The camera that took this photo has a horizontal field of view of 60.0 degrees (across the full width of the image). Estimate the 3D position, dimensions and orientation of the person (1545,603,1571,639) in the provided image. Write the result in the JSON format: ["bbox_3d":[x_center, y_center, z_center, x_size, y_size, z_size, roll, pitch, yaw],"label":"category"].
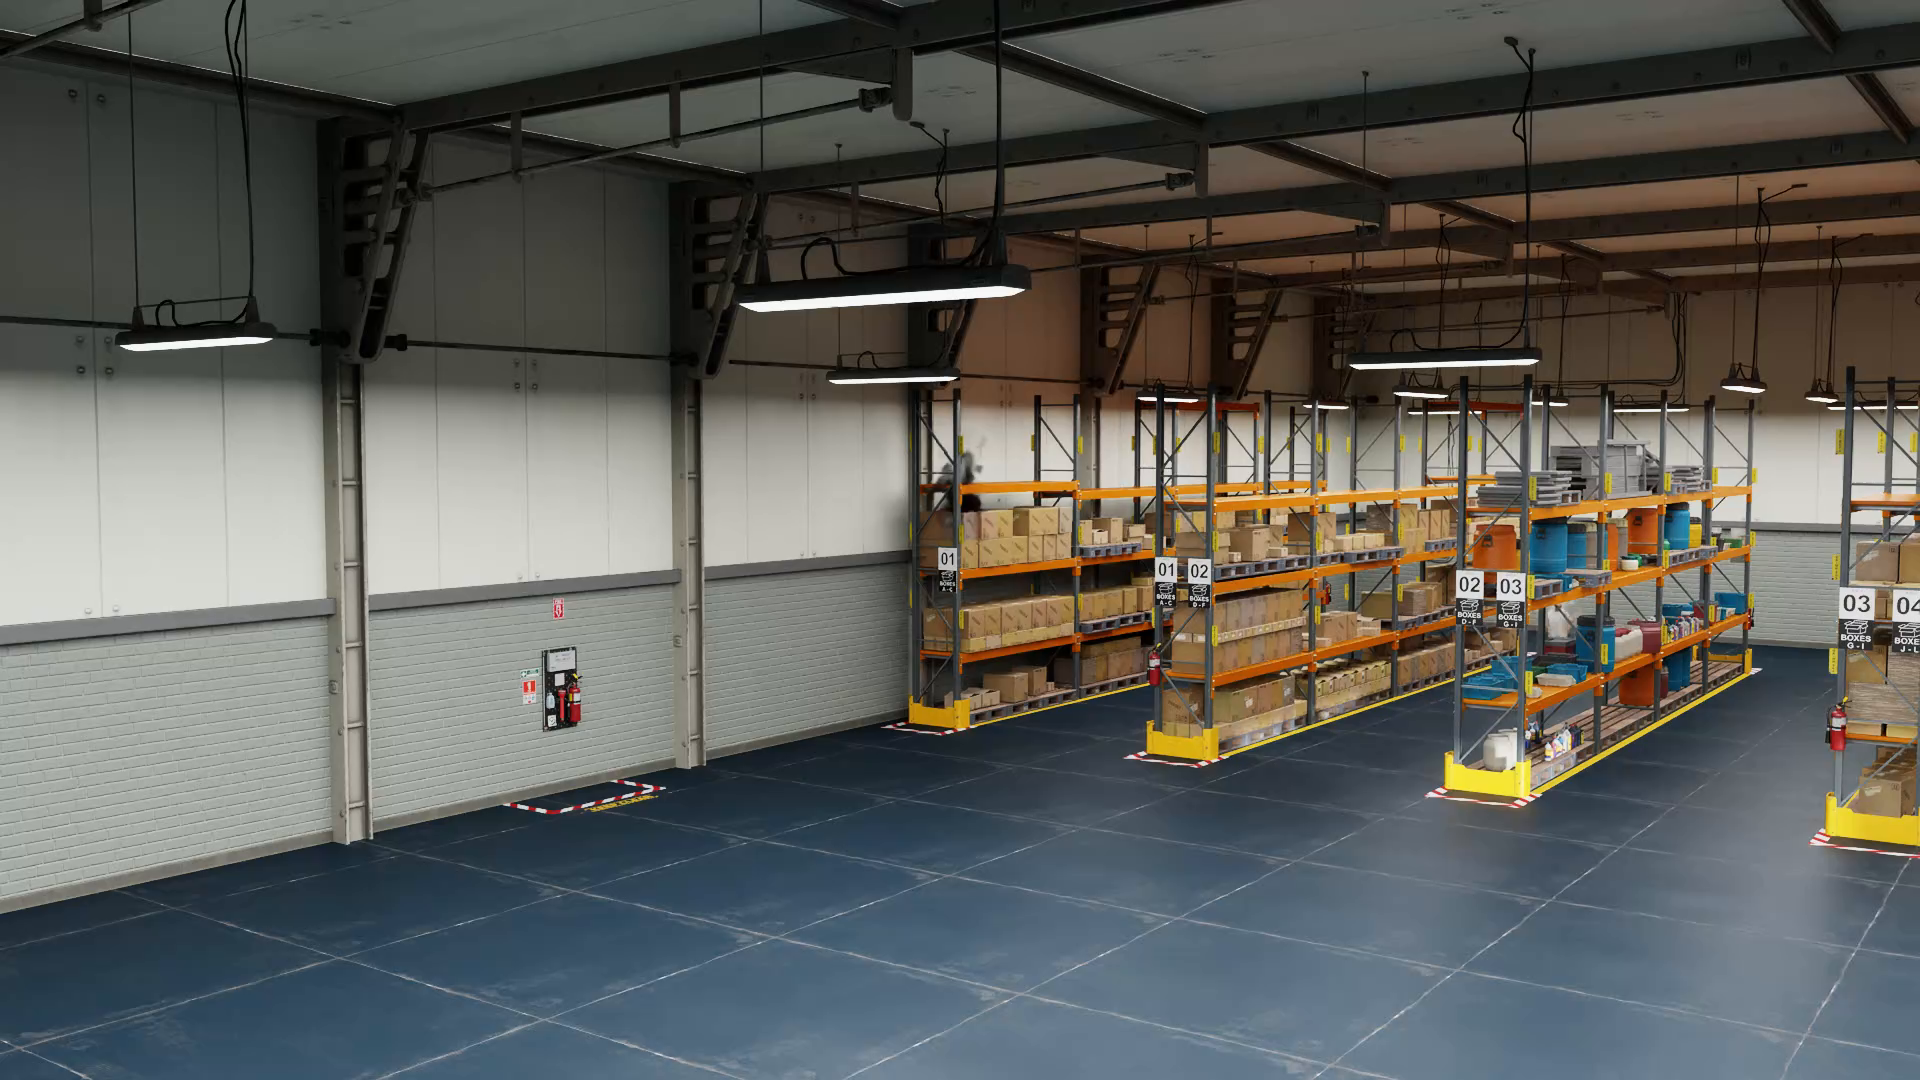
[{"bbox_3d":[13.080,2.112,36.491,0.611,1.634,0.524,1,4,23],"label":"person"}]
